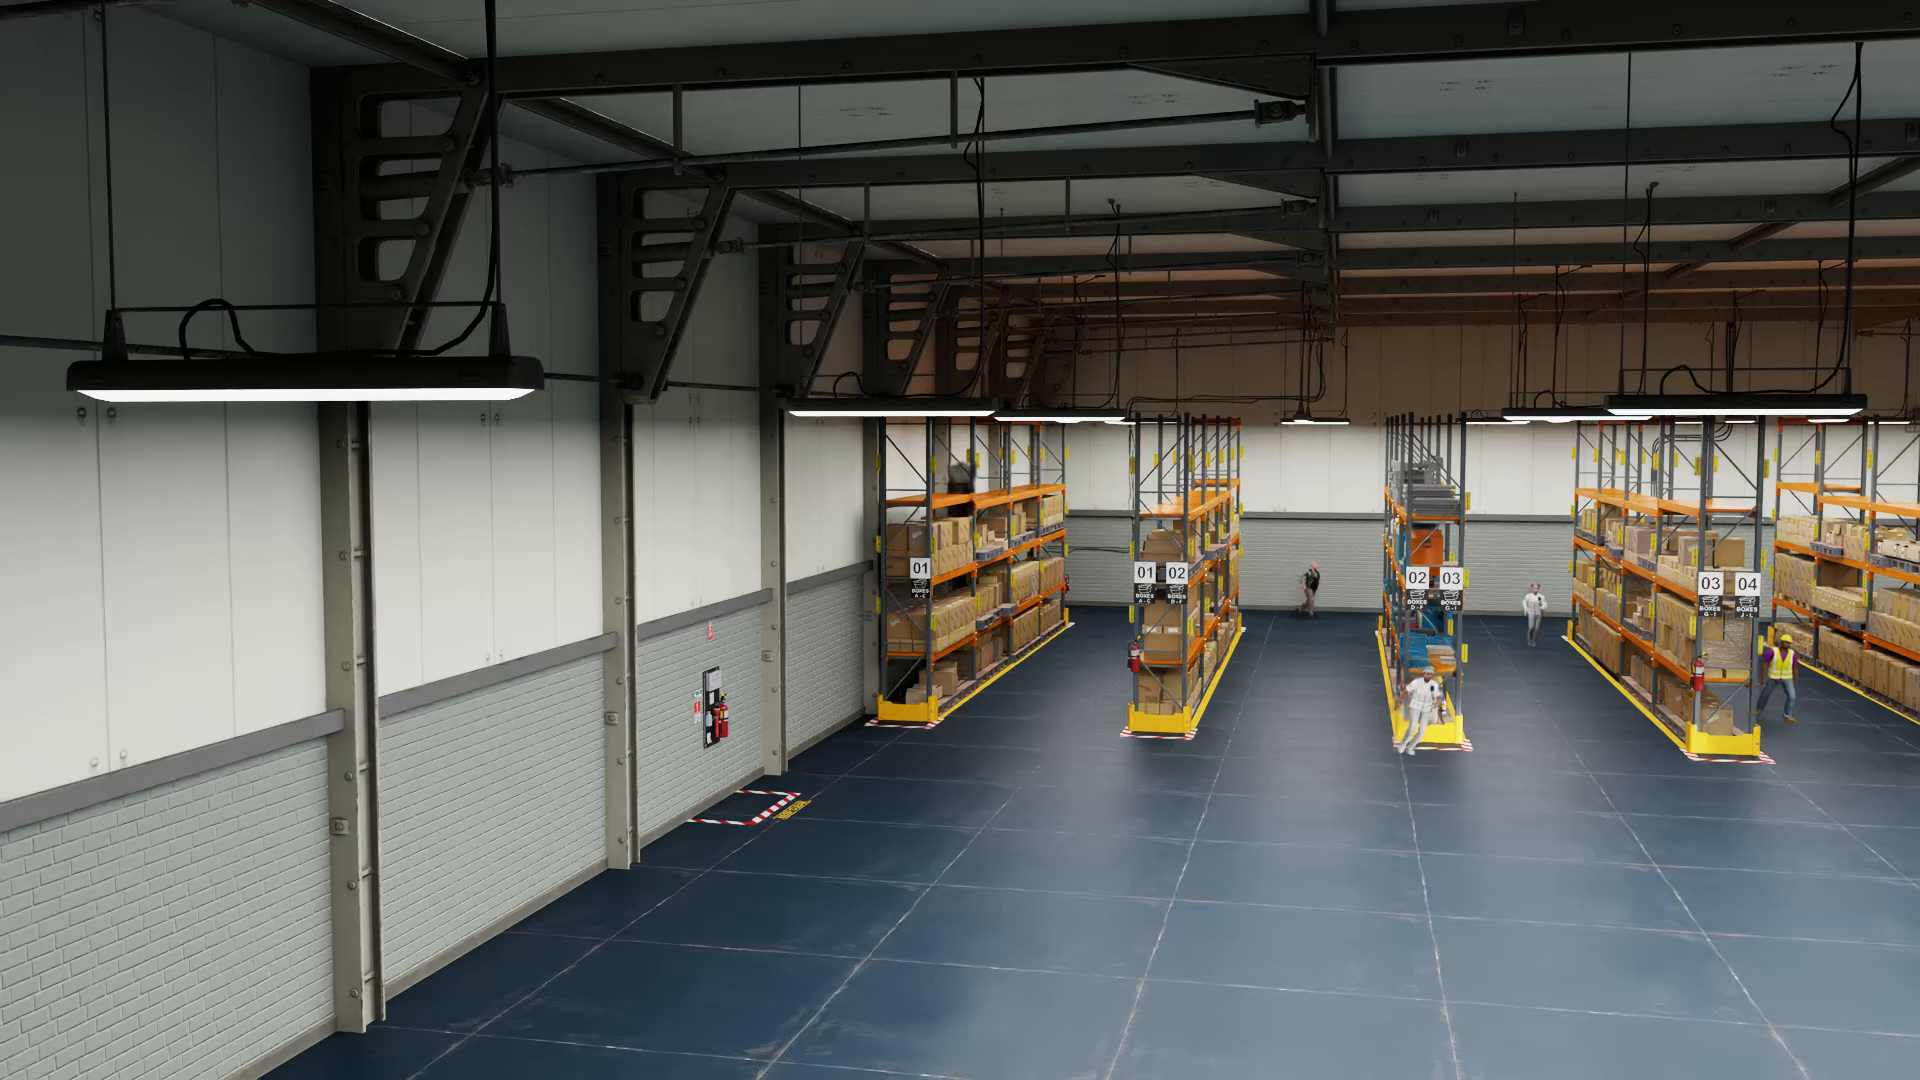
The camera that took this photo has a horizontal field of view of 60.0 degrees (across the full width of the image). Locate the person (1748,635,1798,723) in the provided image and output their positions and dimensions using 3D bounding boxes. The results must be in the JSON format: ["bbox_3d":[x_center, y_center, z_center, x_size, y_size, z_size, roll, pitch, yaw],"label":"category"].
[{"bbox_3d":[15.892,2.679,32.479,0.860,1.708,0.729,2,4,21],"label":"person"}]

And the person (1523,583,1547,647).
[{"bbox_3d":[14.946,1.954,43.212,0.585,1.678,0.656,1,4,15],"label":"person"}]

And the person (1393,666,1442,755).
[{"bbox_3d":[8.036,2.992,29.018,0.771,1.615,0.593,-1,4,-8],"label":"person"}]

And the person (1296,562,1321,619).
[{"bbox_3d":[10.540,1.490,49.970,0.686,1.681,0.916,-3,5,-39],"label":"person"}]
